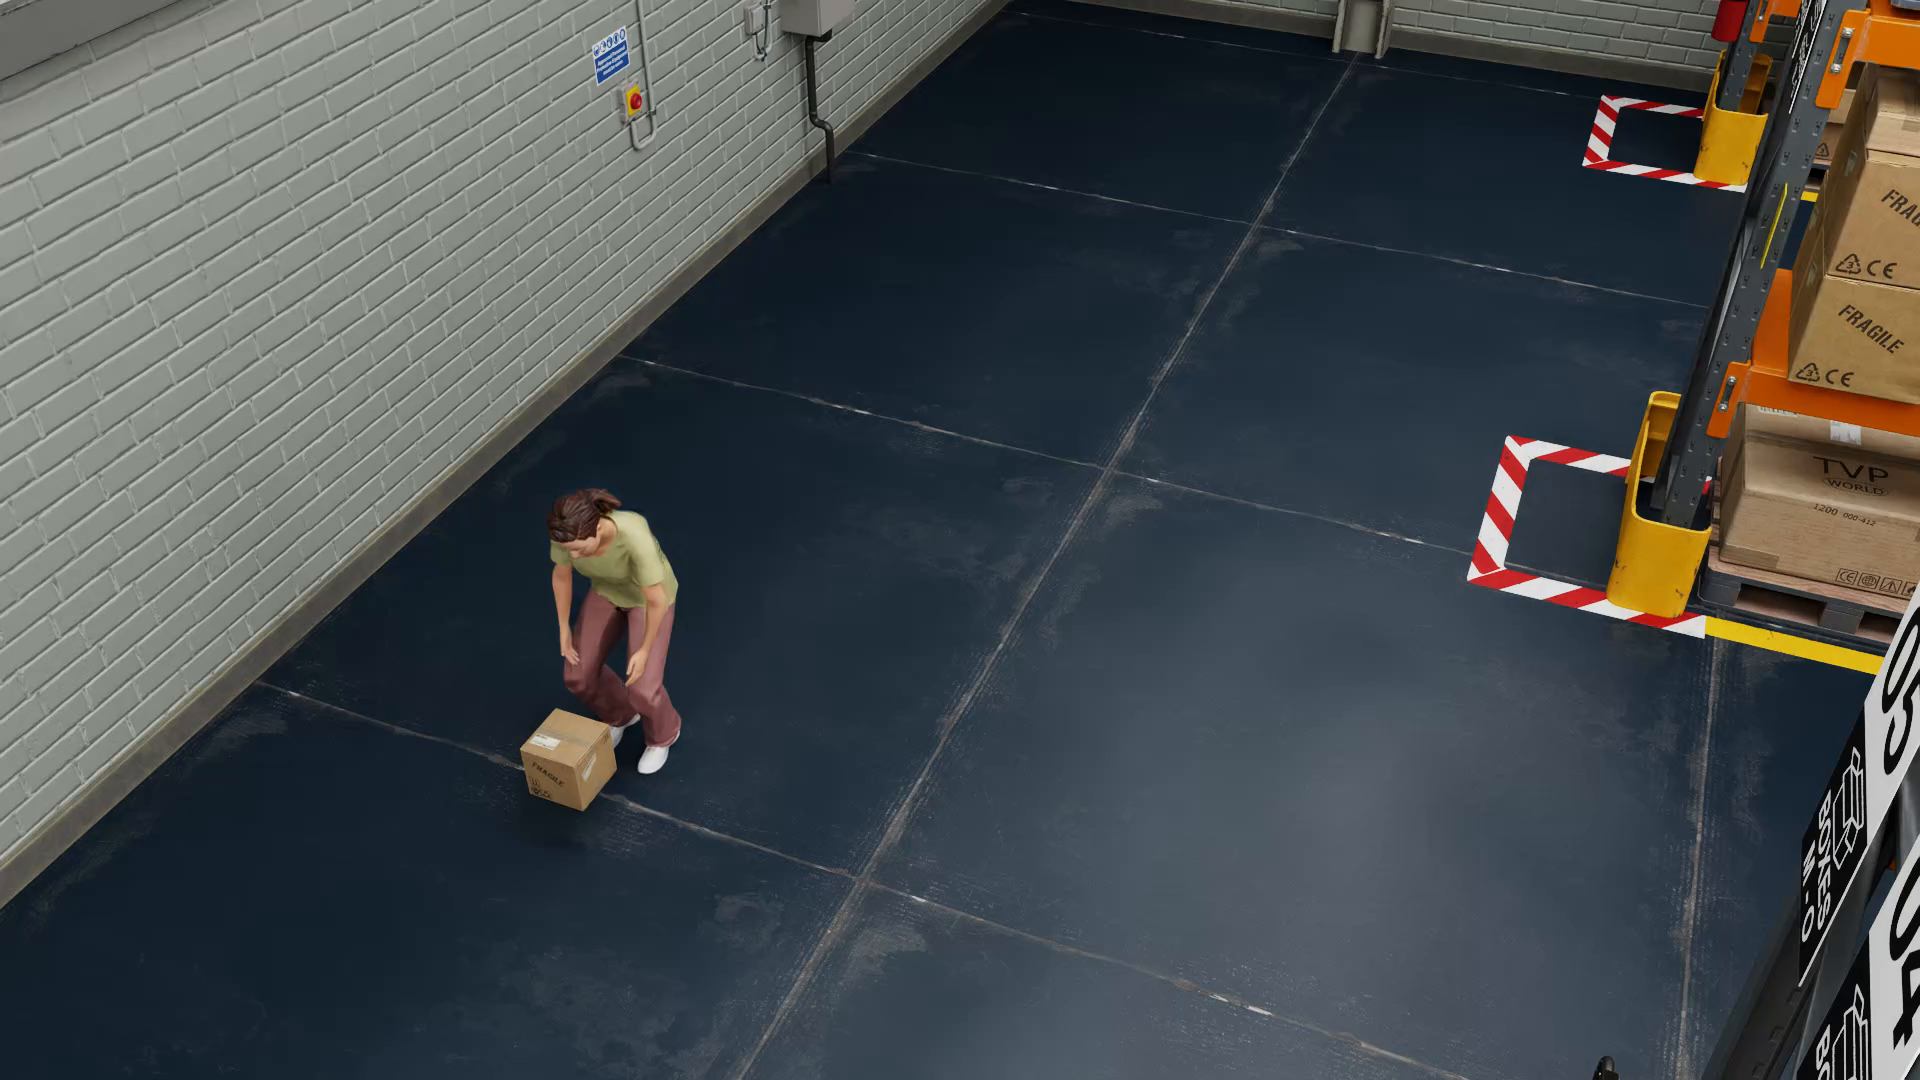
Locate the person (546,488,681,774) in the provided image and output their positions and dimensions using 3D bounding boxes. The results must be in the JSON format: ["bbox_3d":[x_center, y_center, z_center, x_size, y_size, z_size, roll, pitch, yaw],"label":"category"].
[{"bbox_3d":[-1.345,0.314,6.608,0.507,1.444,0.595,14,40,18],"label":"person"}]
